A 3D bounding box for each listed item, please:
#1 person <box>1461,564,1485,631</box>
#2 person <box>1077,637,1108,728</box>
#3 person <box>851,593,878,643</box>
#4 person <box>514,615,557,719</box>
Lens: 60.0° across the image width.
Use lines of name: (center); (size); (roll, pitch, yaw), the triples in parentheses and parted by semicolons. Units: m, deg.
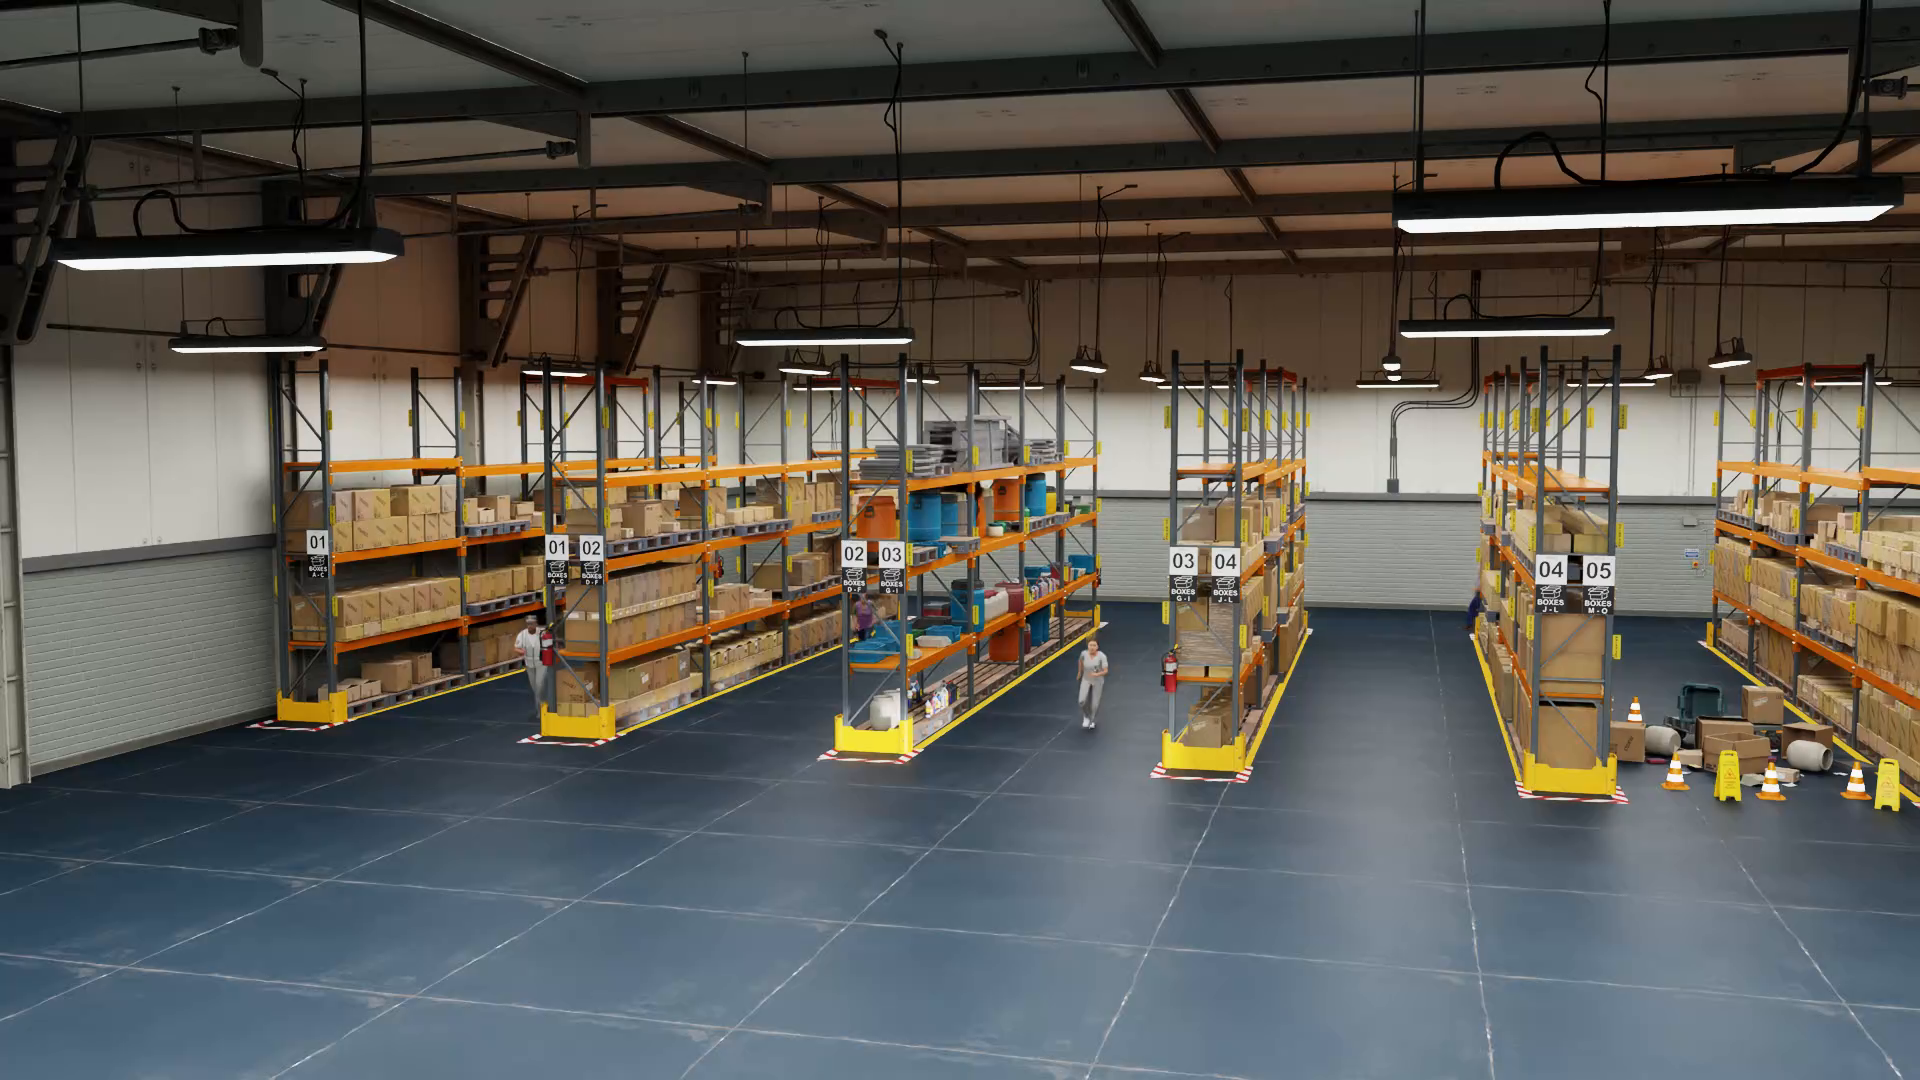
person: (12.293, 1.368, 39.247); (0.901, 1.657, 0.626); (2, 4, 20)
person: (2.125, 2.300, 26.751); (0.544, 1.535, 0.901); (1, 4, 11)
person: (-1.953, 1.809, 34.063); (0.550, 1.553, 0.862); (0, 4, -3)
person: (-7.181, 2.115, 28.244); (0.668, 1.752, 1.000); (0, 4, 5)
